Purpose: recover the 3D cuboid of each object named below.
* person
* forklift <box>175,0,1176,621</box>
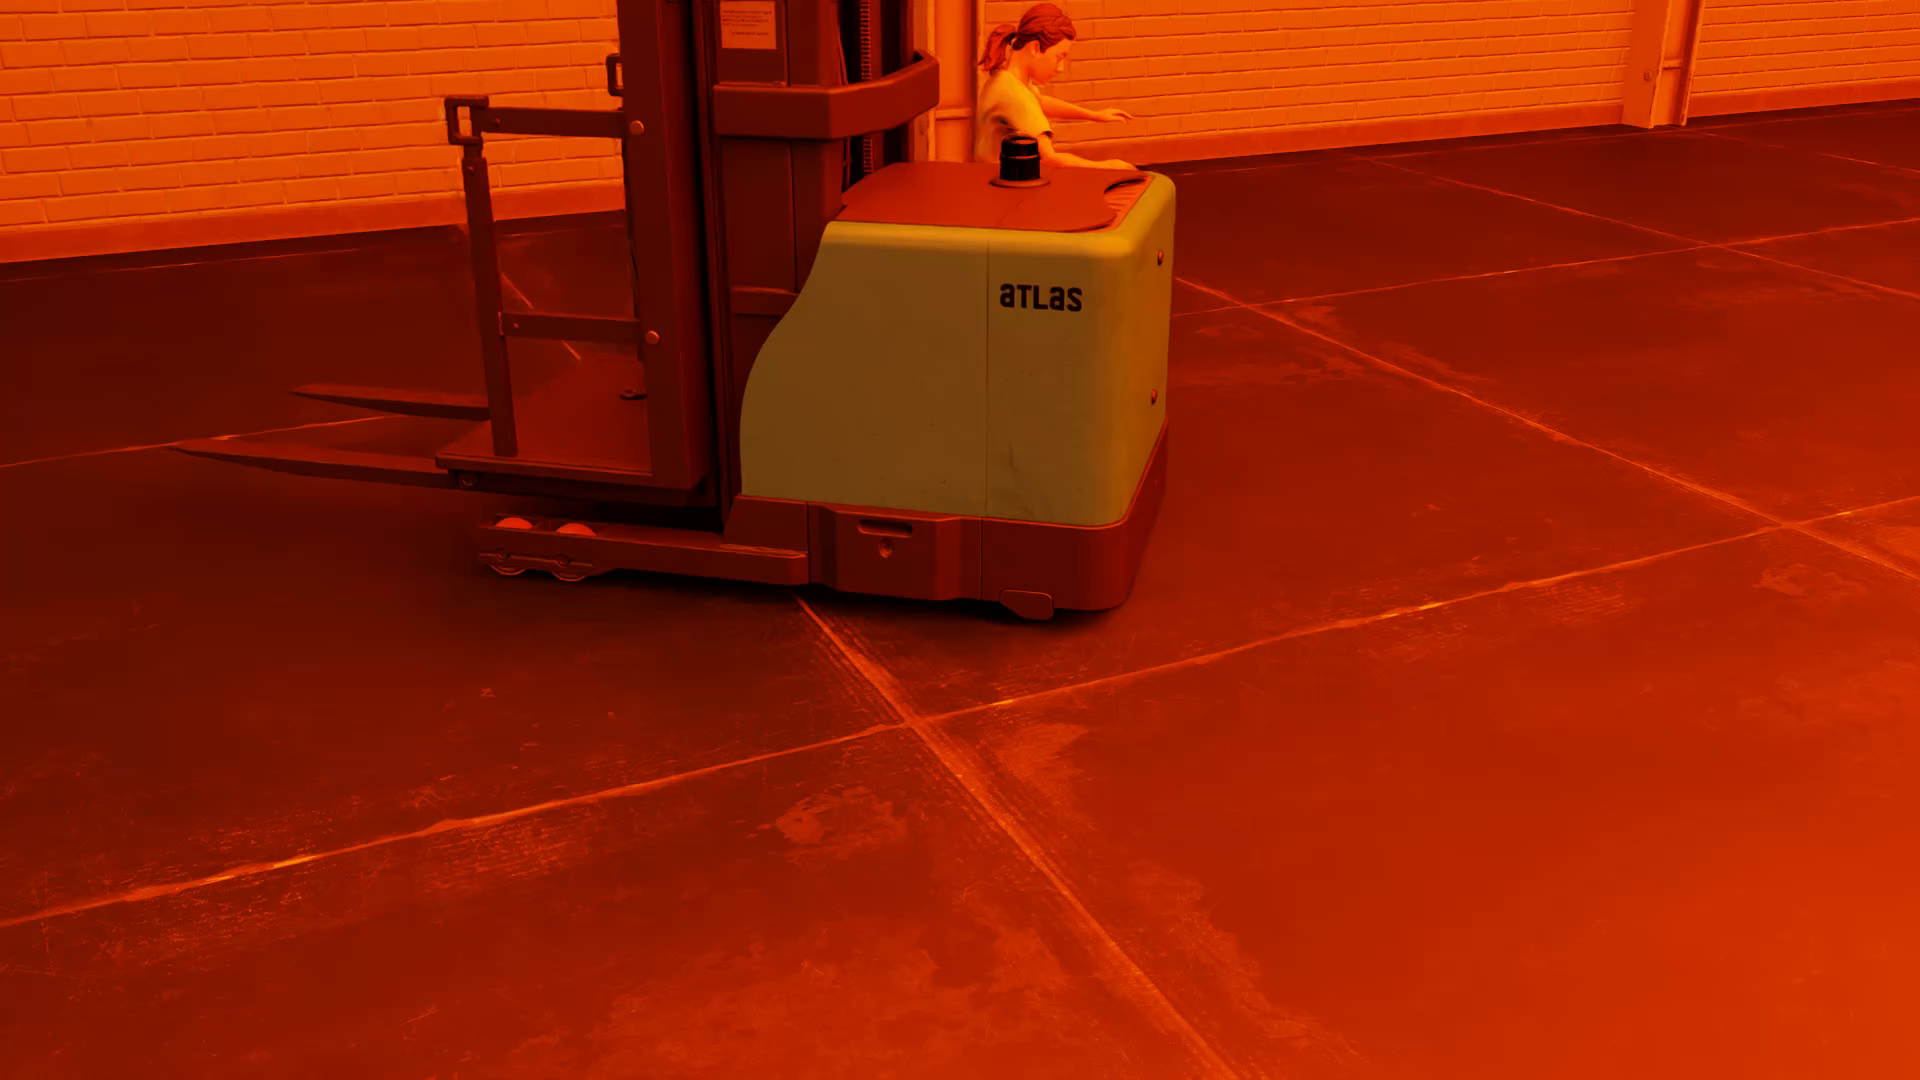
[{"bbox_3d":[0.369,-1.222,6.148,0.688,1.463,1.218,0,23,-1],"label":"person"},{"bbox_3d":[-0.919,-1.422,4.710,3.031,2.935,1.130,5,23,13],"label":"forklift"}]
